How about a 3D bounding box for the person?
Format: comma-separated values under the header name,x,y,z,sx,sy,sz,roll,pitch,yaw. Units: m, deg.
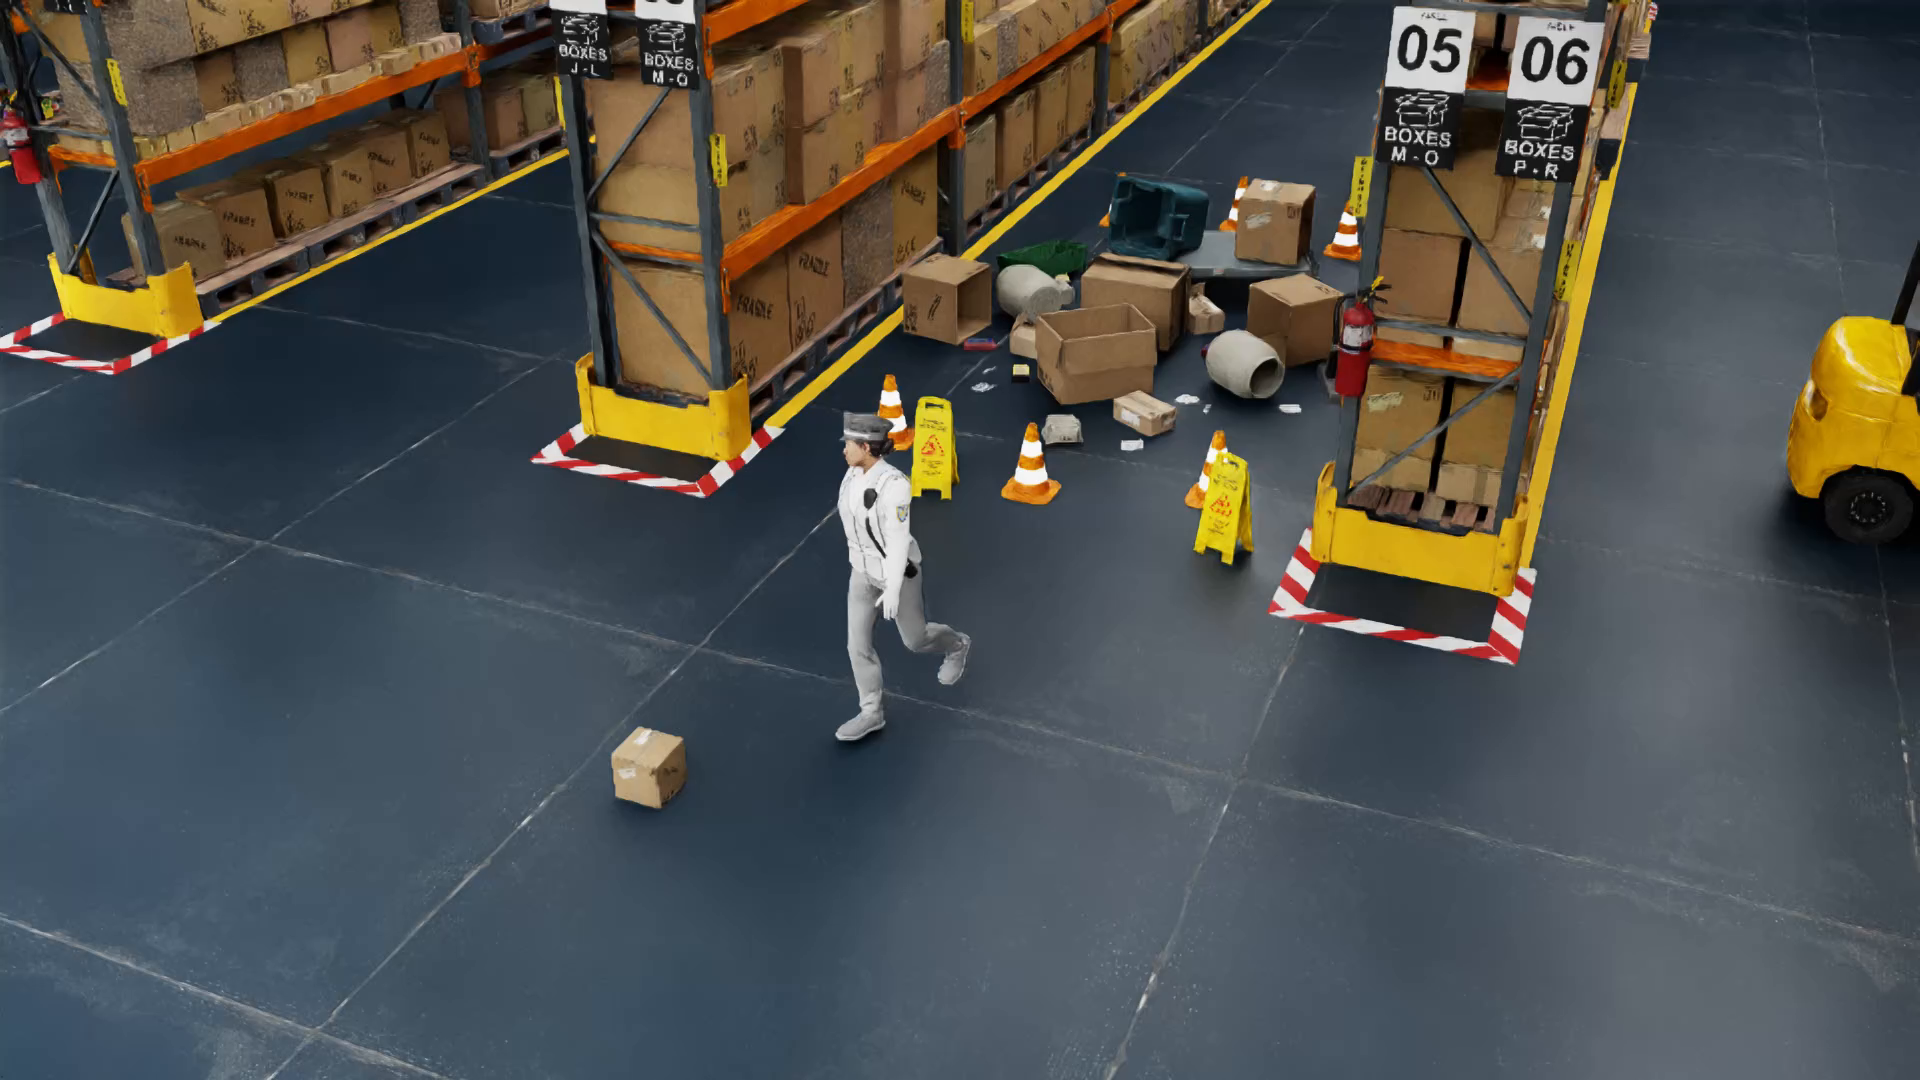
name,x,y,z,sx,sy,sz,roll,pitch,yaw
person,-0.357,0.121,8.186,0.483,1.619,0.904,24,38,35
